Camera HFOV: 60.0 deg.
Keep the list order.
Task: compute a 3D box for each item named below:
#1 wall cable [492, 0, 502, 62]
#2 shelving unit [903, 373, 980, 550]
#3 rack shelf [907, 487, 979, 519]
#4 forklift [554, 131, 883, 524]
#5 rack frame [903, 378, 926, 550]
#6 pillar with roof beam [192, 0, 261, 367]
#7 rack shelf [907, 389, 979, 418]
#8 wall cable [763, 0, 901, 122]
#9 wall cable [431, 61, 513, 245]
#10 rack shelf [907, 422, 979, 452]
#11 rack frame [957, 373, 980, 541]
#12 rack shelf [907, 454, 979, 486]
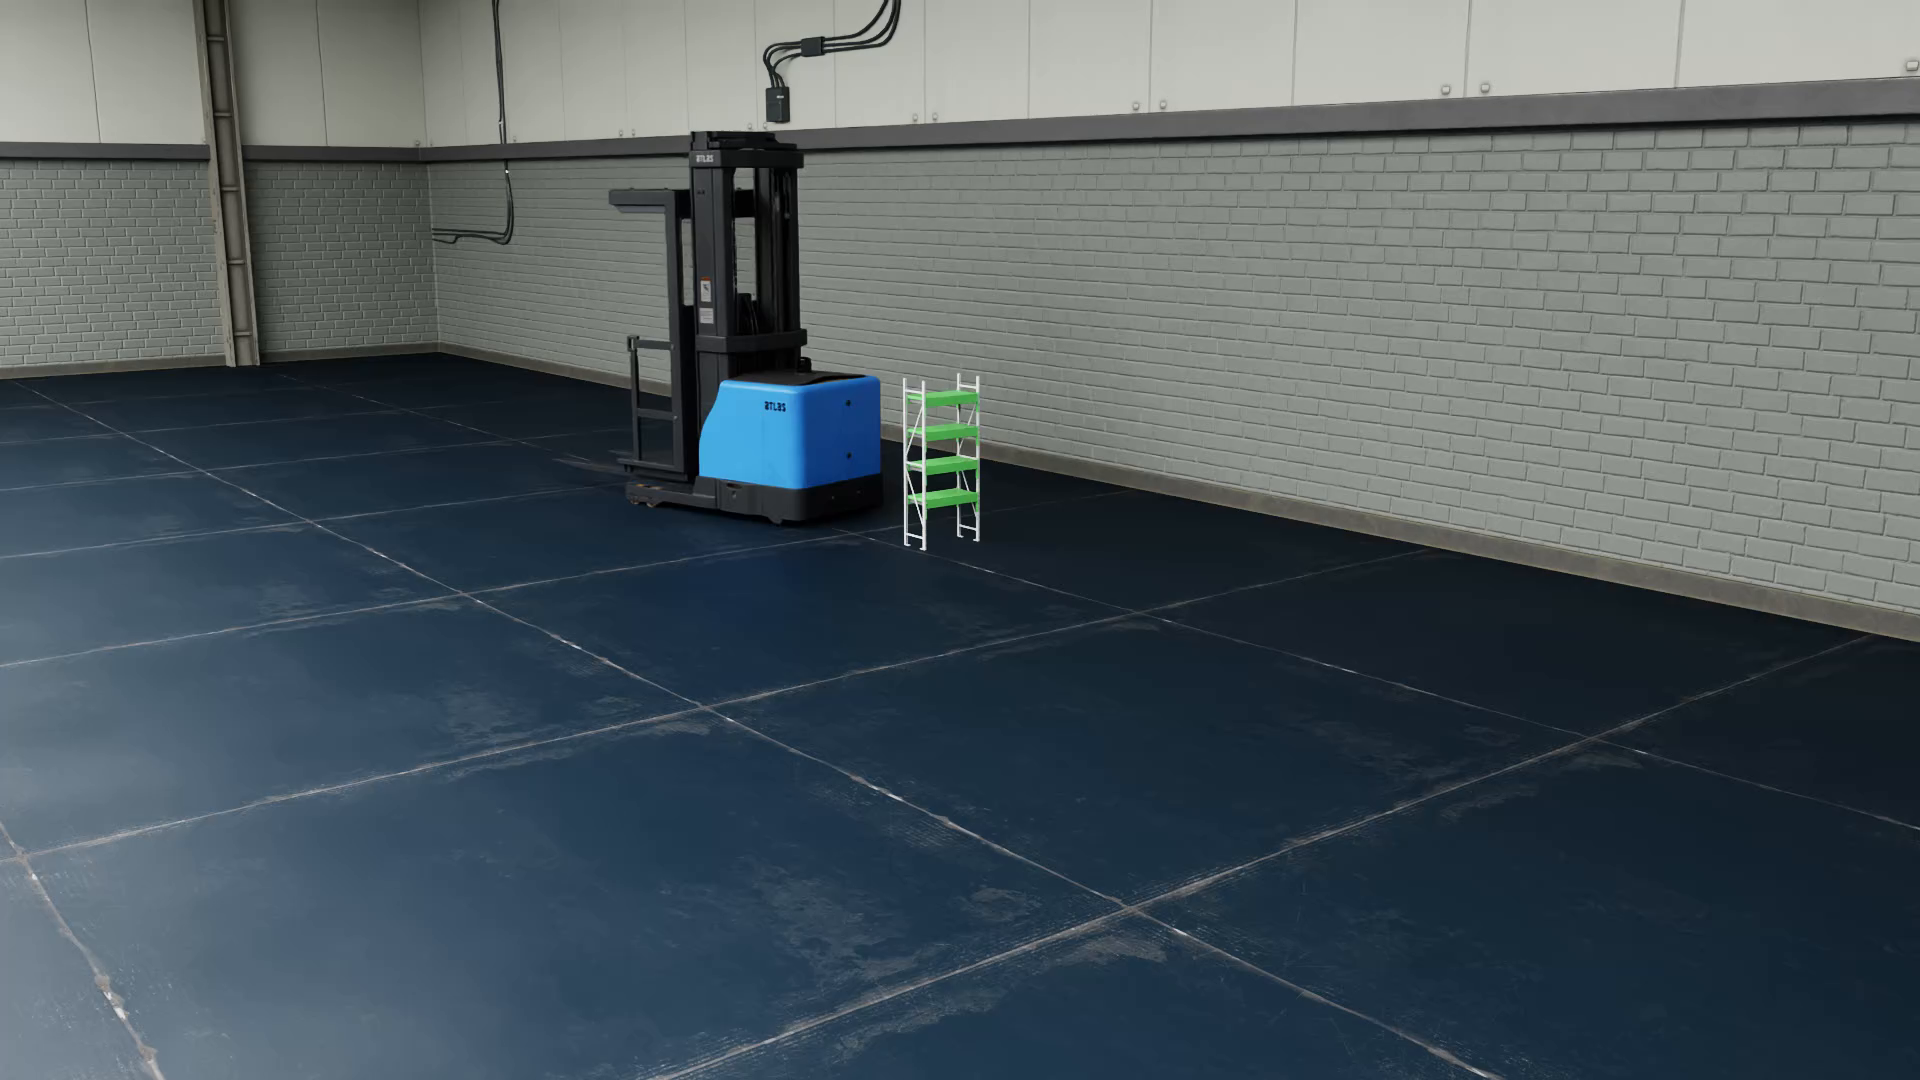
[{"bbox_3d":[-5.552,-7.614,21.640,0.112,2.526,3.097,-9,15,-38],"label":"wall cable"},{"bbox_3d":[-0.129,-0.565,11.903,0.503,1.200,0.258,-9,15,-38],"label":"shelving unit"},{"bbox_3d":[-0.129,-0.268,11.966,0.480,0.148,0.258,-9,15,-38],"label":"rack shelf"},{"bbox_3d":[-2.089,-1.774,13.428,3.031,2.935,1.130,9,15,36],"label":"forklift"},{"bbox_3d":[-0.320,-0.534,11.754,0.015,1.200,0.240,-9,15,-38],"label":"rack frame"},{"bbox_3d":[-7.679,-6.236,19.830,0.400,9.000,9.100,-9,15,-38],"label":"pillar with roof beam"},{"bbox_3d":[-0.129,-0.972,11.817,0.480,0.148,0.258,-9,15,-38],"label":"rack shelf"},{"bbox_3d":[-1.324,-7.223,16.294,0.169,6.003,2.305,-9,15,-38],"label":"wall cable"},{"bbox_3d":[-7.242,-5.583,24.231,0.112,2.526,3.097,-9,15,-38],"label":"wall cable"},{"bbox_3d":[-0.129,-0.738,11.866,0.480,0.148,0.258,-9,15,-38],"label":"rack shelf"},{"bbox_3d":[0.061,-0.597,12.052,0.015,1.200,0.240,-9,15,-38],"label":"rack frame"},{"bbox_3d":[-0.129,-0.503,11.916,0.480,0.148,0.258,-9,15,-38],"label":"rack shelf"}]
